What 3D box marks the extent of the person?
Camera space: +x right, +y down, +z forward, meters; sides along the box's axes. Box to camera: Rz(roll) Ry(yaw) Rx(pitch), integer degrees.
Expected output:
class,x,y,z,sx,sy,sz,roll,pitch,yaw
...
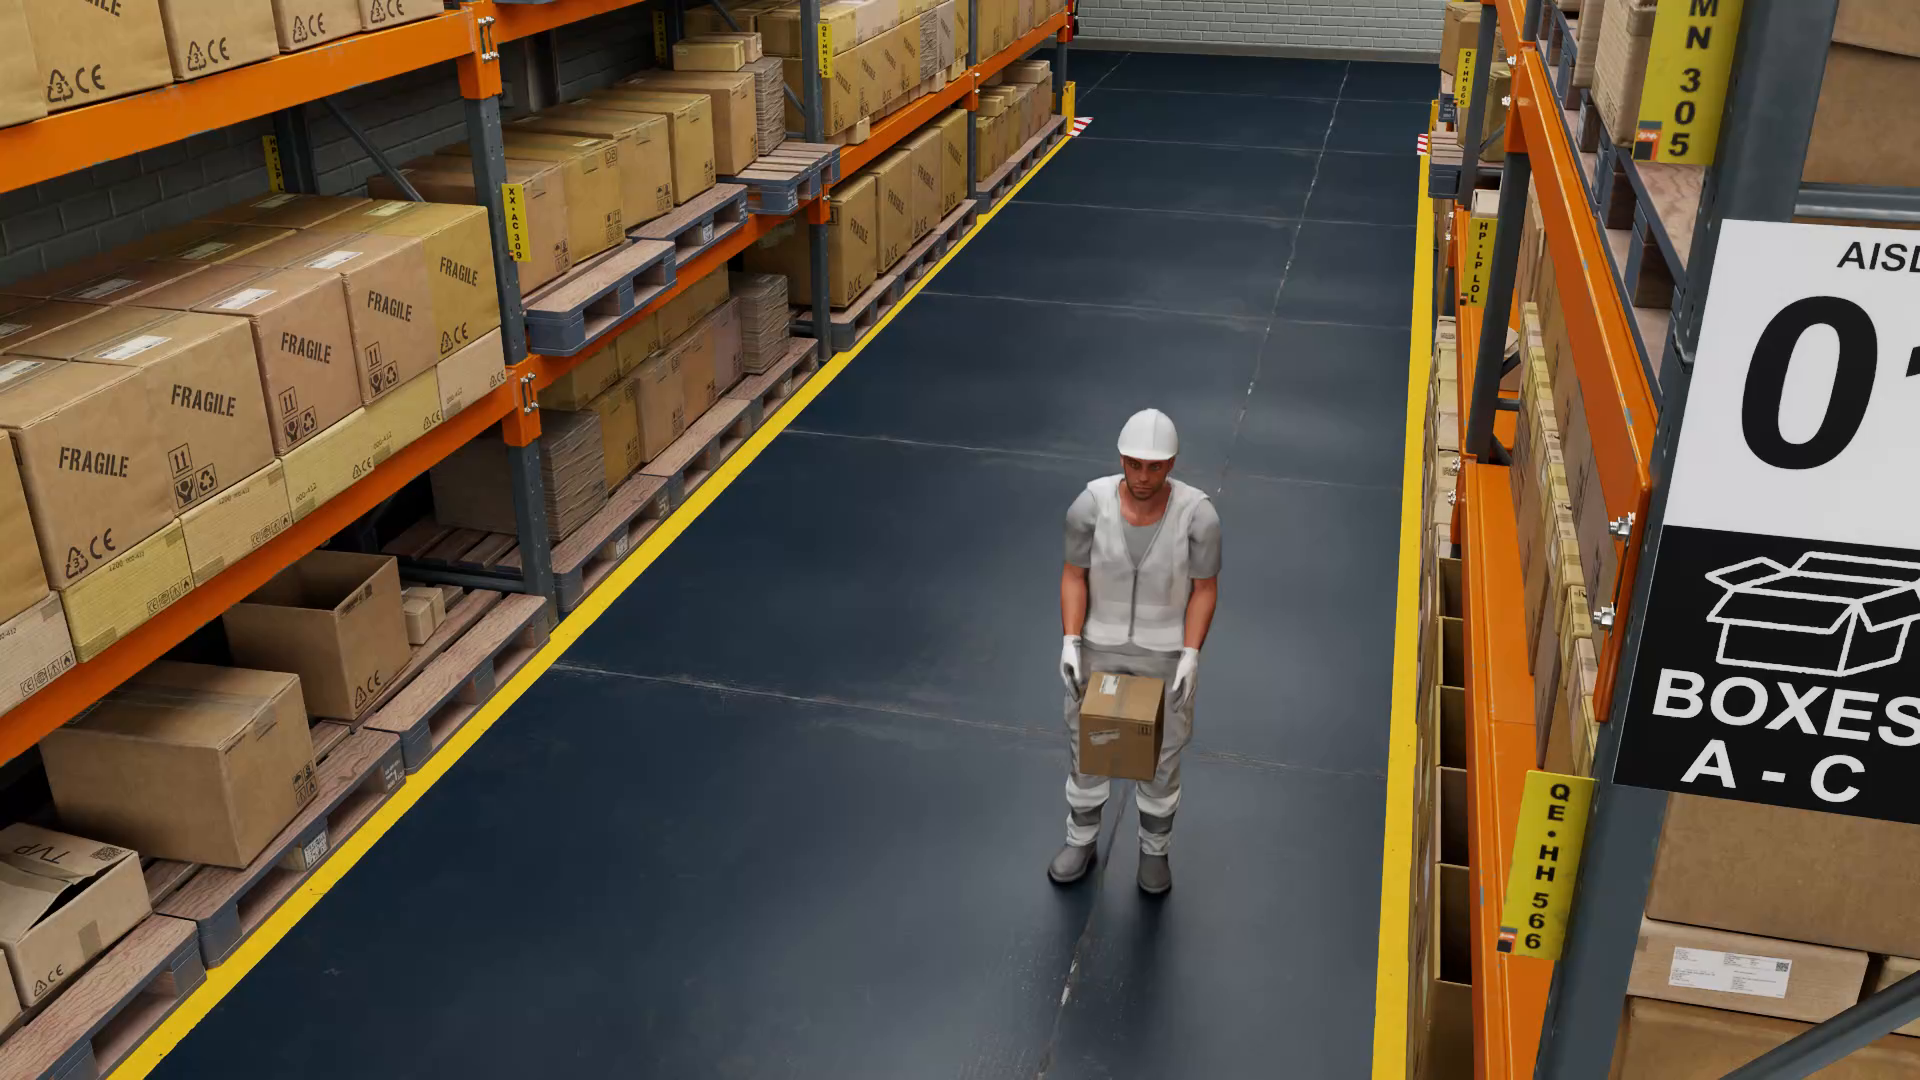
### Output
class,x,y,z,sx,sy,sz,roll,pitch,yaw
person,0.605,0.393,5.740,0.539,1.790,0.437,6,26,12
